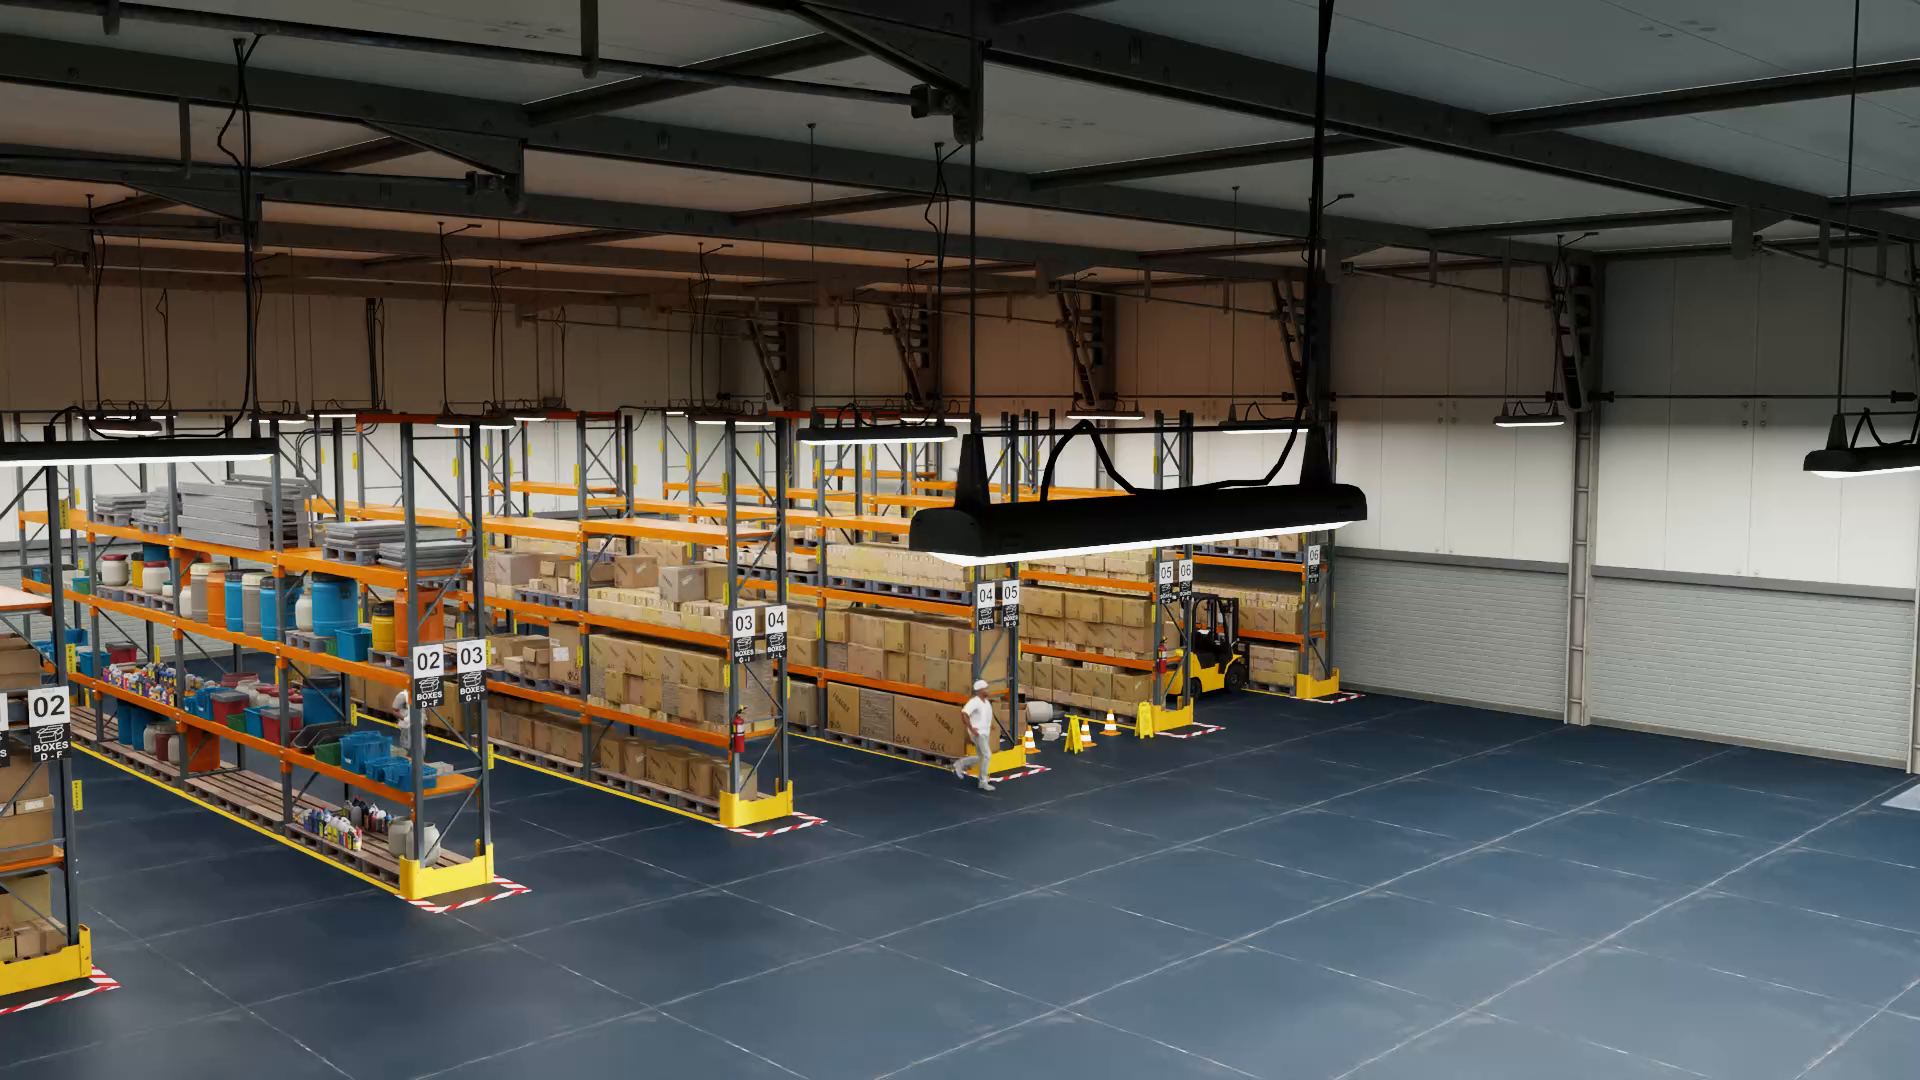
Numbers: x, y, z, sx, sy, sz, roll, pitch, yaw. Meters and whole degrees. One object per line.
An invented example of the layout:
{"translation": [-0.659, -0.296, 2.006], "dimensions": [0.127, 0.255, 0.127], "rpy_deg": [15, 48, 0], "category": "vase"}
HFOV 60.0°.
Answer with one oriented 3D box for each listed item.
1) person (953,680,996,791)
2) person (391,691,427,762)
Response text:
{"translation": [0.287, 3.137, 26.958], "dimensions": [0.803, 1.730, 0.754], "rpy_deg": [2, 5, 24], "category": "person"}
{"translation": [-9.046, 3.081, 27.343], "dimensions": [0.972, 1.770, 0.706], "rpy_deg": [3, 6, 32], "category": "person"}
